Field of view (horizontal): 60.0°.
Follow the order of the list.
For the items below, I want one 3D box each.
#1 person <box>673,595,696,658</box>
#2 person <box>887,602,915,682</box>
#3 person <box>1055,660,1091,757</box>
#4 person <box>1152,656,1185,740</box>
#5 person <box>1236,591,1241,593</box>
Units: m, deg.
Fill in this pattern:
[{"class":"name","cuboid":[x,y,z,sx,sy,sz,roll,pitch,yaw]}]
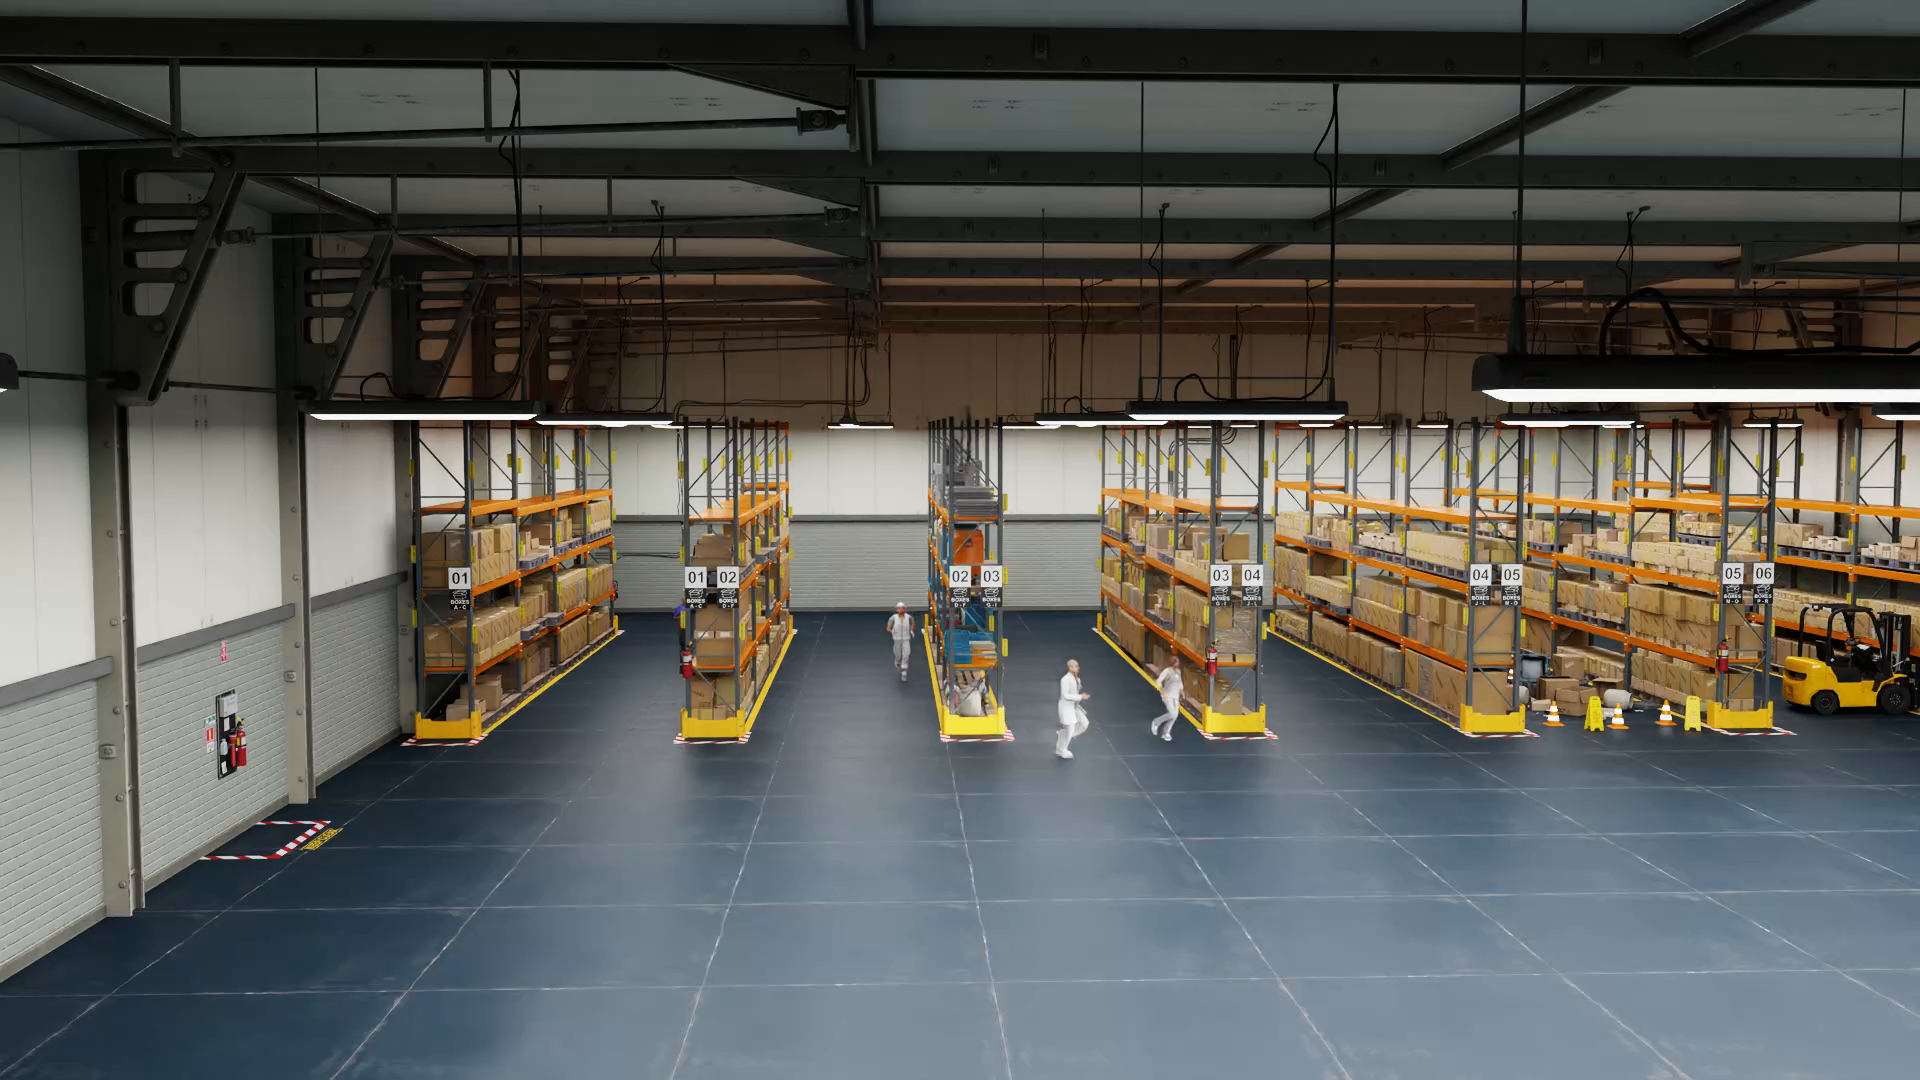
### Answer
[{"class":"person","cuboid":[-6.810,2.186,41.229,0.575,1.645,0.938,0,4,-1]},{"class":"person","cuboid":[-1.346,2.325,38.266,0.655,1.793,0.942,0,4,-6]},{"class":"person","cuboid":[1.978,2.953,29.137,0.724,1.728,0.761,2,4,28]},{"class":"person","cuboid":[3.922,2.932,31.023,0.573,1.548,0.522,-3,5,-41]},{"class":"person","cuboid":[7.708,1.854,47.367,0.574,1.542,0.703,2,4,23]}]
